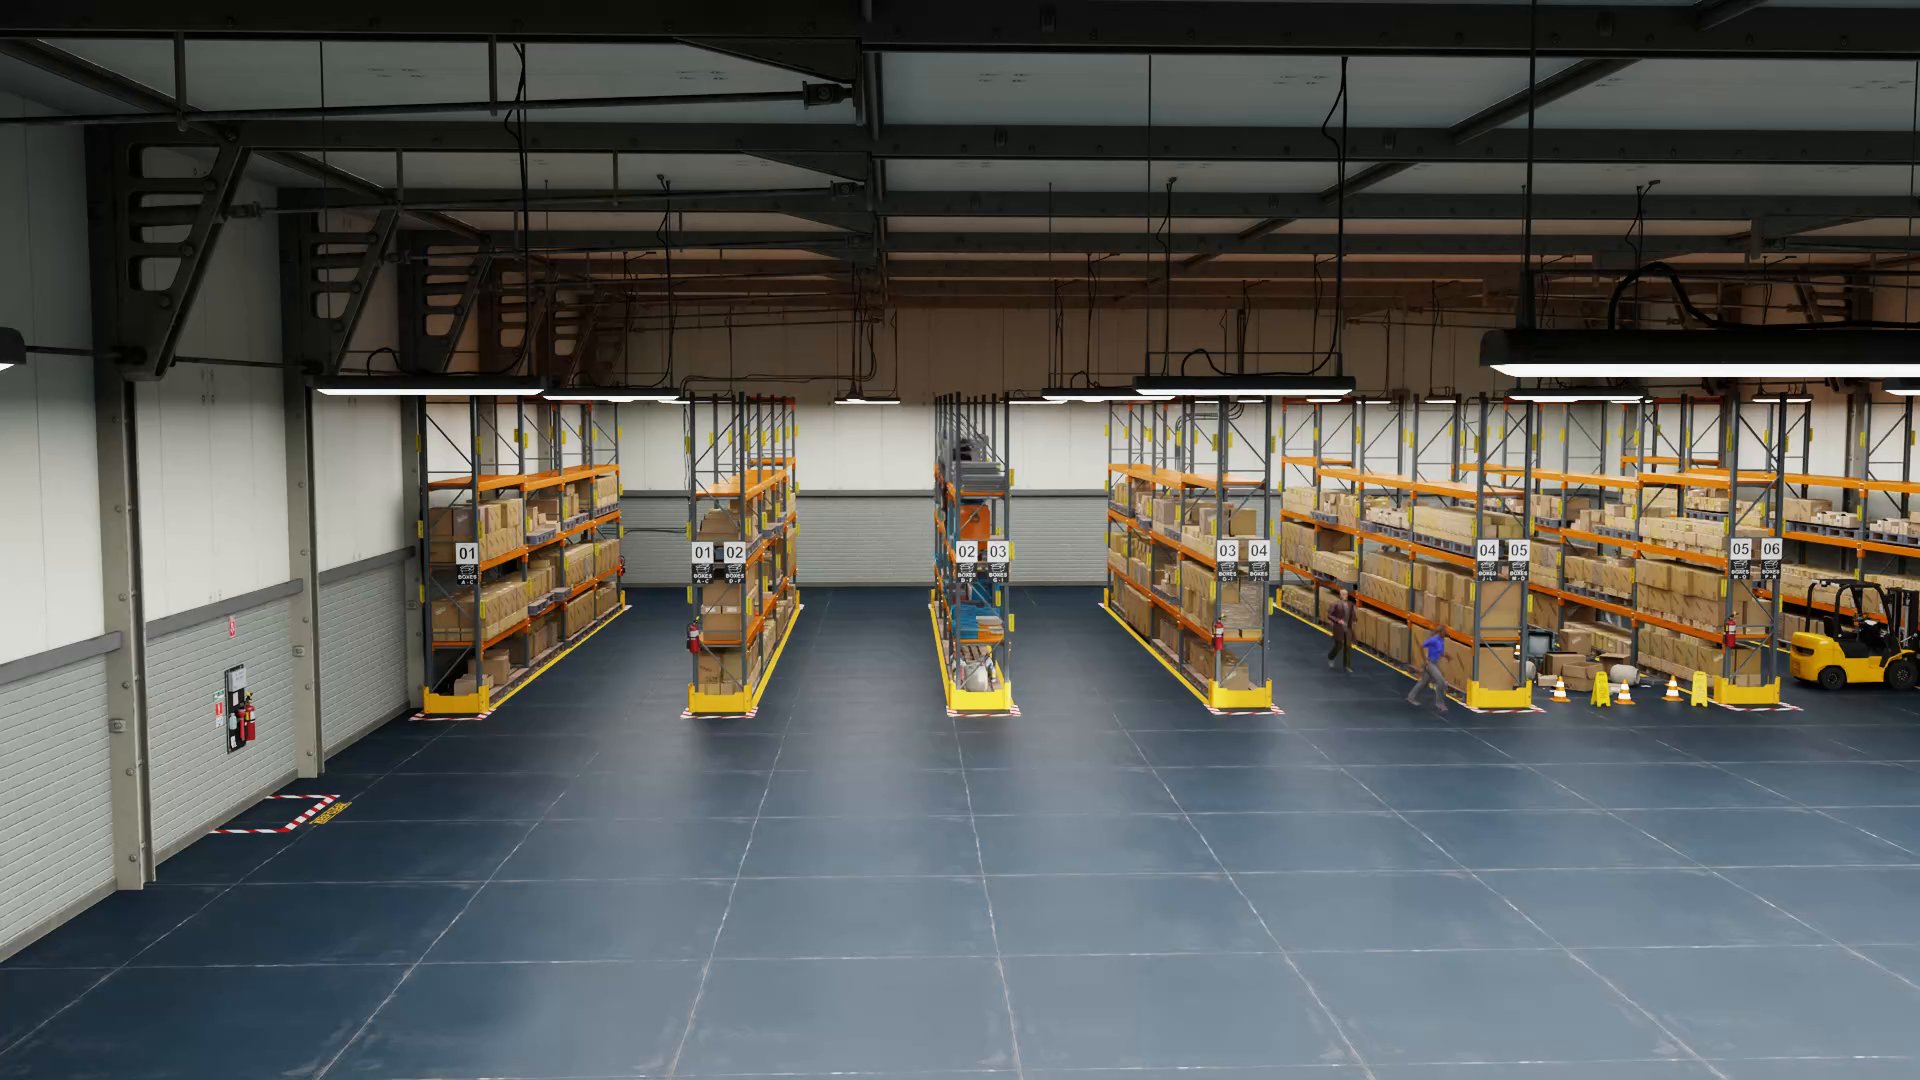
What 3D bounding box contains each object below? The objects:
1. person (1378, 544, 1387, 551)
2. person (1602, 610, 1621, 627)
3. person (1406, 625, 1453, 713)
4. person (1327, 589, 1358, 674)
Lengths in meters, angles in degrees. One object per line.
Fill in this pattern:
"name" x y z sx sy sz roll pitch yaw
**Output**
"person" 12.492 0.944 49.473 0.548 1.659 0.595 -1 5 -15
"person" 16.458 1.541 41.922 0.577 1.626 0.719 0 5 -5
"person" 8.853 2.413 31.426 0.891 1.652 0.571 3 6 36
"person" 8.276 1.955 35.968 0.733 1.791 0.870 -1 5 -14
